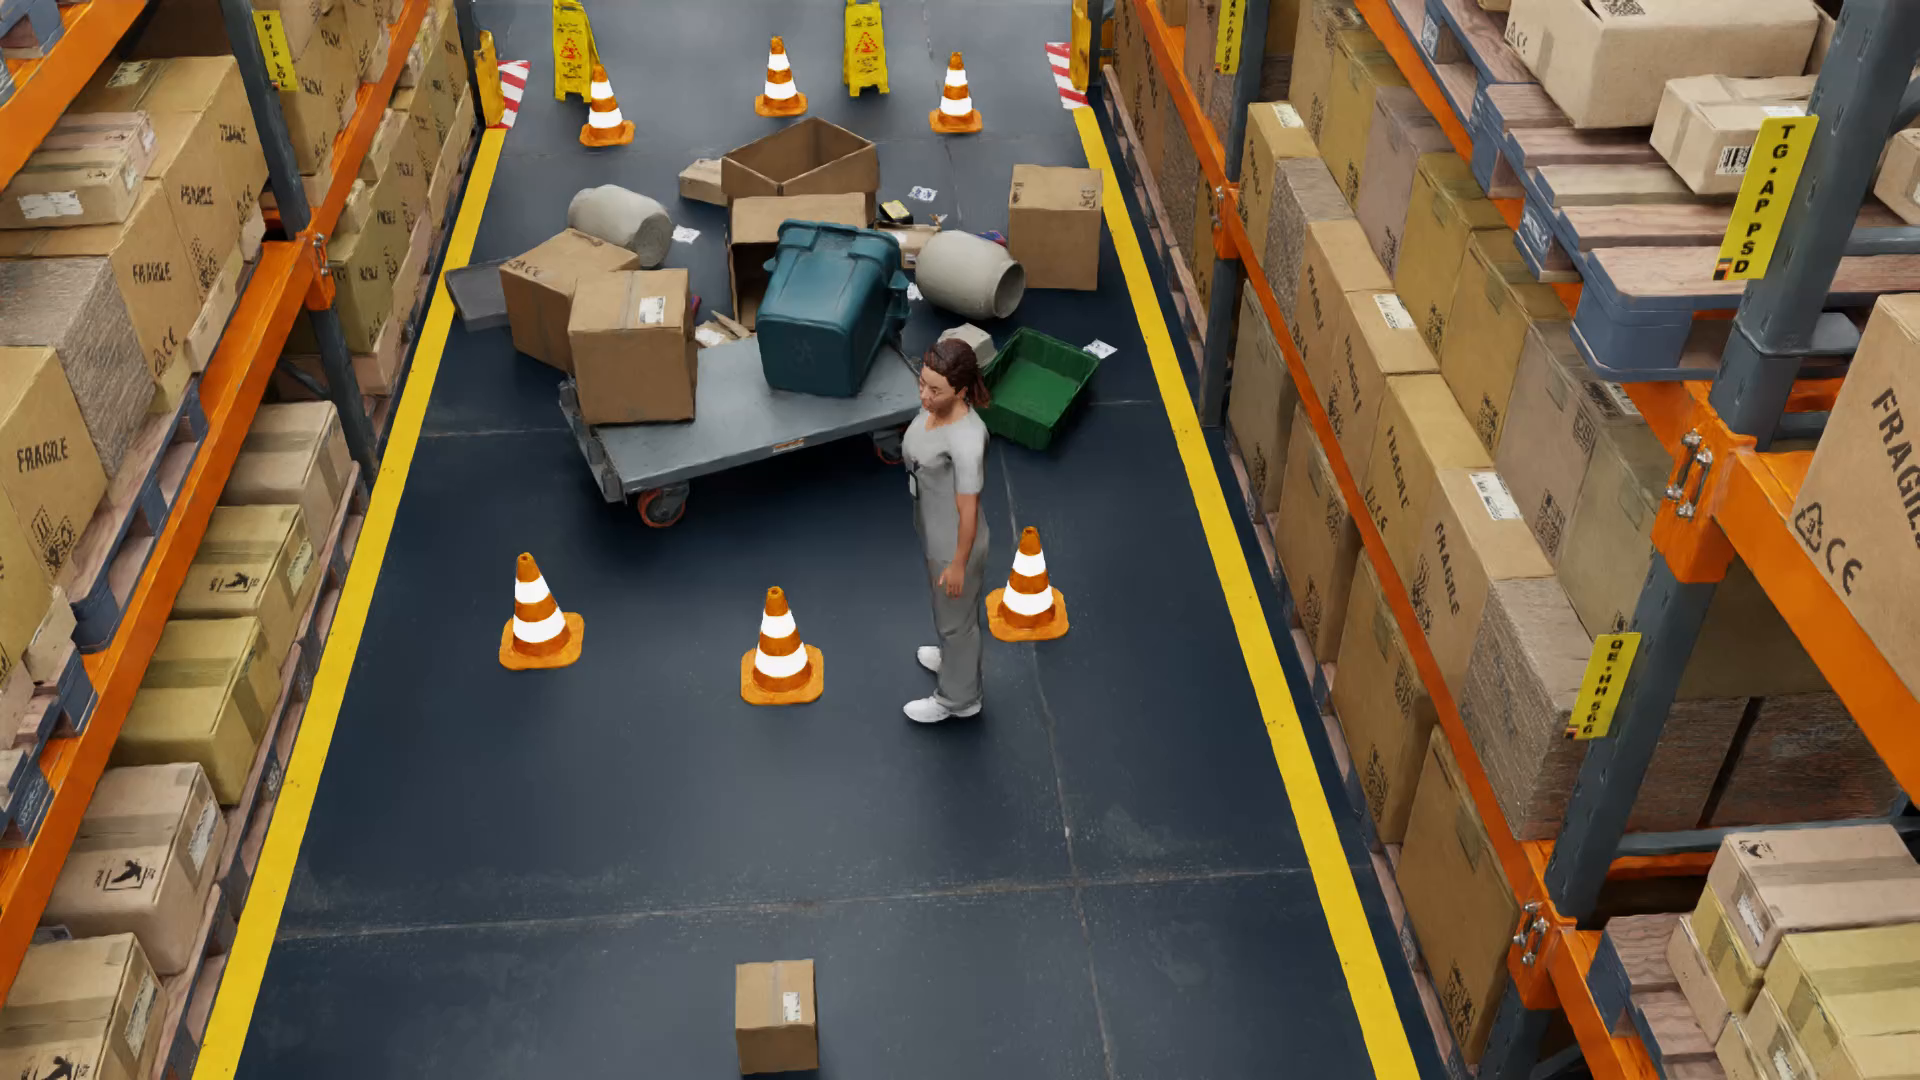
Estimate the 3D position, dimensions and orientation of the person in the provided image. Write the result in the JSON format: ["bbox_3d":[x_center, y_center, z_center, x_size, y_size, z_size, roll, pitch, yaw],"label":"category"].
[{"bbox_3d":[-0.065,-0.022,6.147,0.359,1.676,0.527,-9,40,-10],"label":"person"}]
